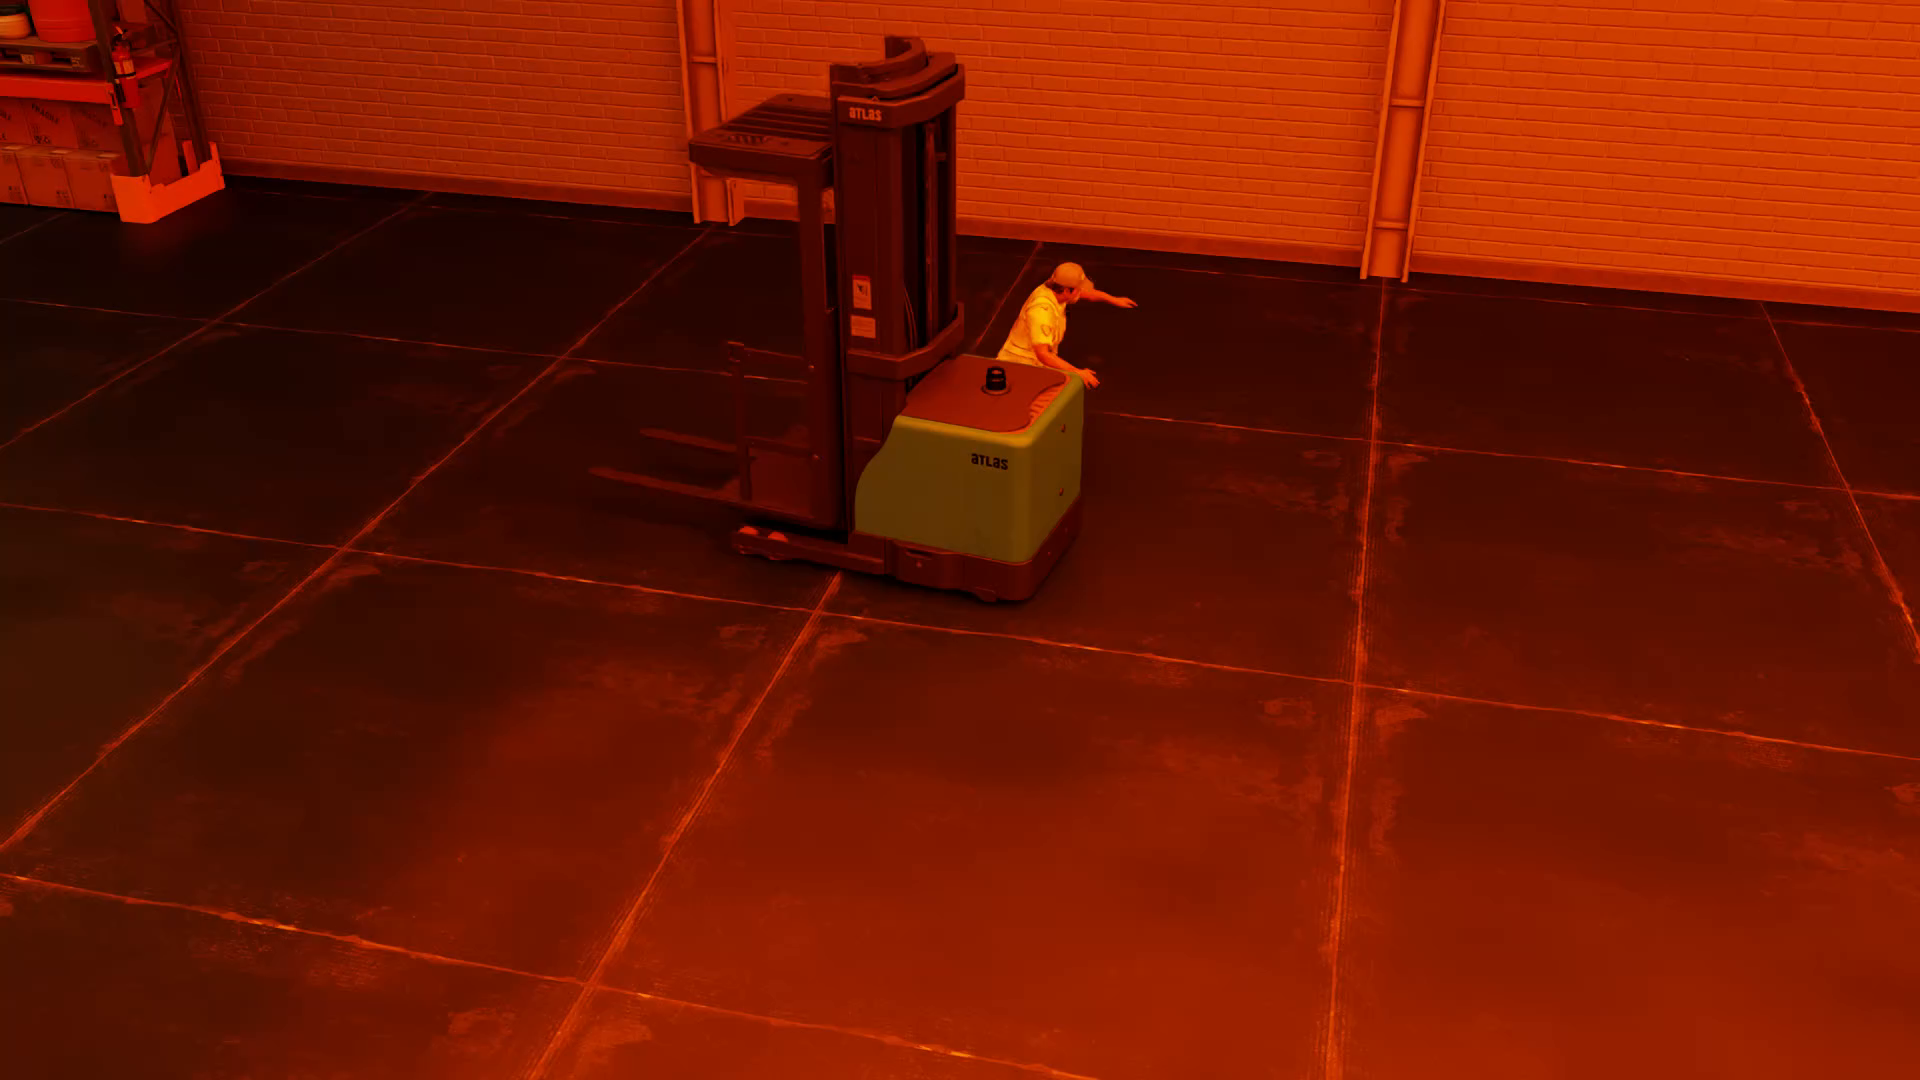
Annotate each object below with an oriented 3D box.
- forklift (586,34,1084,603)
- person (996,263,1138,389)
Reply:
[{"bbox_3d":[-0.828,-1.377,9.601,3.031,2.935,1.130,12,32,19],"label":"forklift"},{"bbox_3d":[0.605,-1.027,10.556,0.834,1.426,1.358,7,30,12],"label":"person"}]
